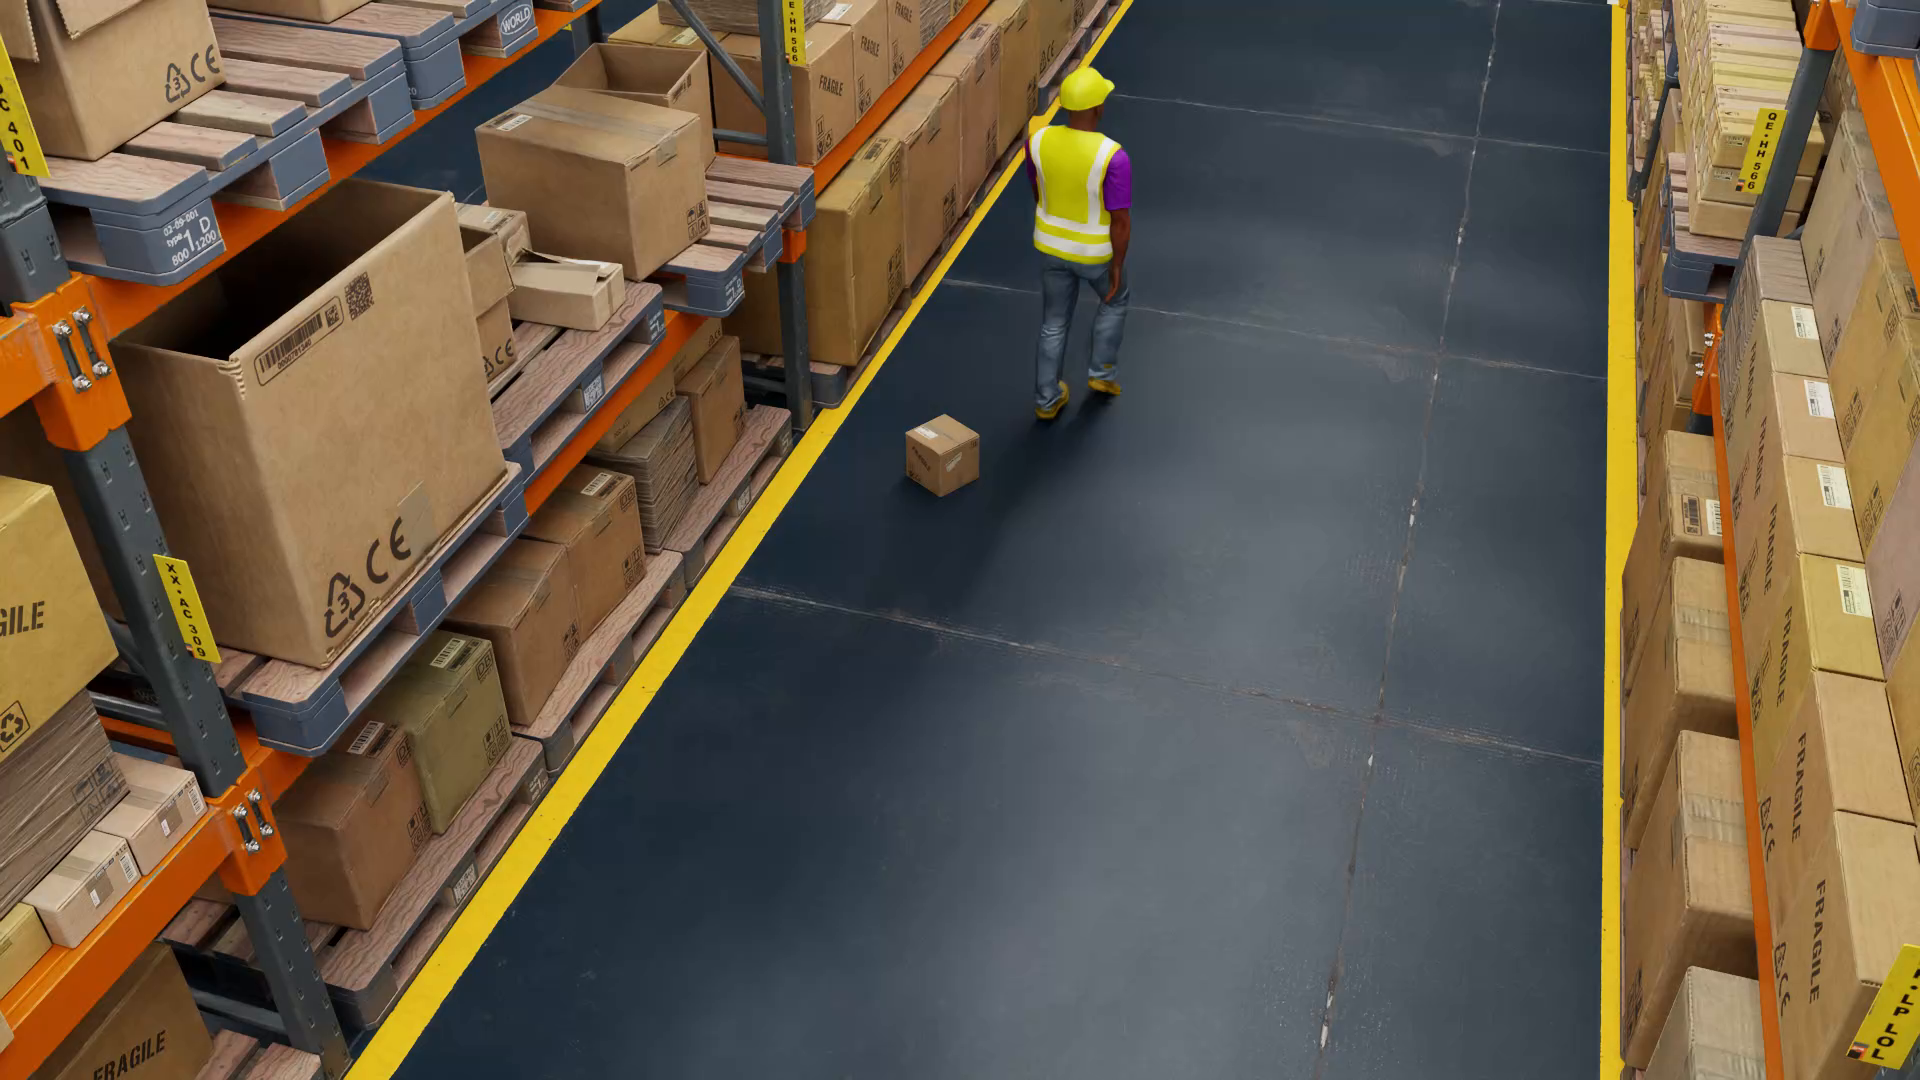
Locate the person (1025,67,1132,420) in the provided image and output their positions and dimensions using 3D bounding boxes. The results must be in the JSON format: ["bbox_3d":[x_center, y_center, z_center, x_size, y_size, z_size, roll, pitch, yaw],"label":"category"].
[{"bbox_3d":[0.586,-1.398,8.021,0.581,1.830,0.580,17,40,22],"label":"person"}]
